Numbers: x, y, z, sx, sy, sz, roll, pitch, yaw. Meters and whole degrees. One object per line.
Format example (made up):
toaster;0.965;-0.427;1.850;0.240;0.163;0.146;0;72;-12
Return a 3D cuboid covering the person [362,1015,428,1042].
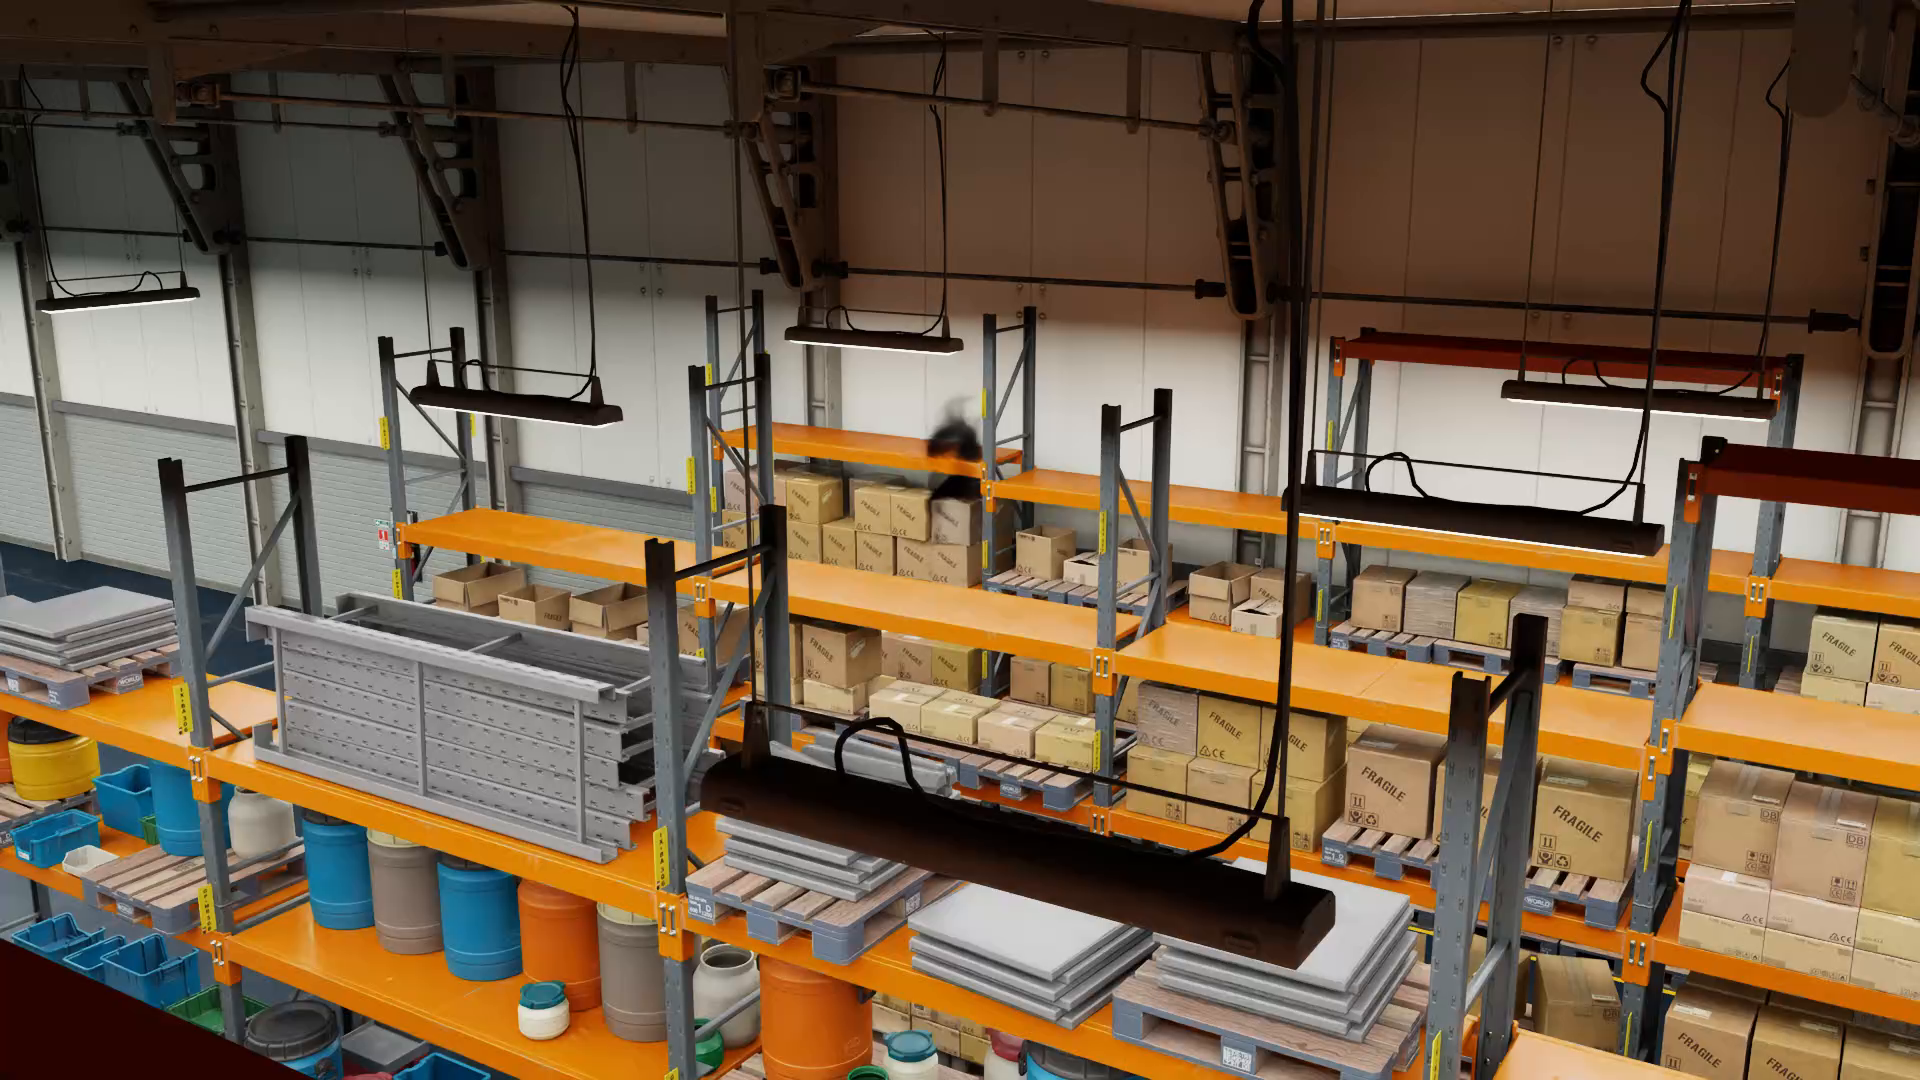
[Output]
person;-5.078;3.758;14.558;0.870;1.672;0.595;5;15;19
